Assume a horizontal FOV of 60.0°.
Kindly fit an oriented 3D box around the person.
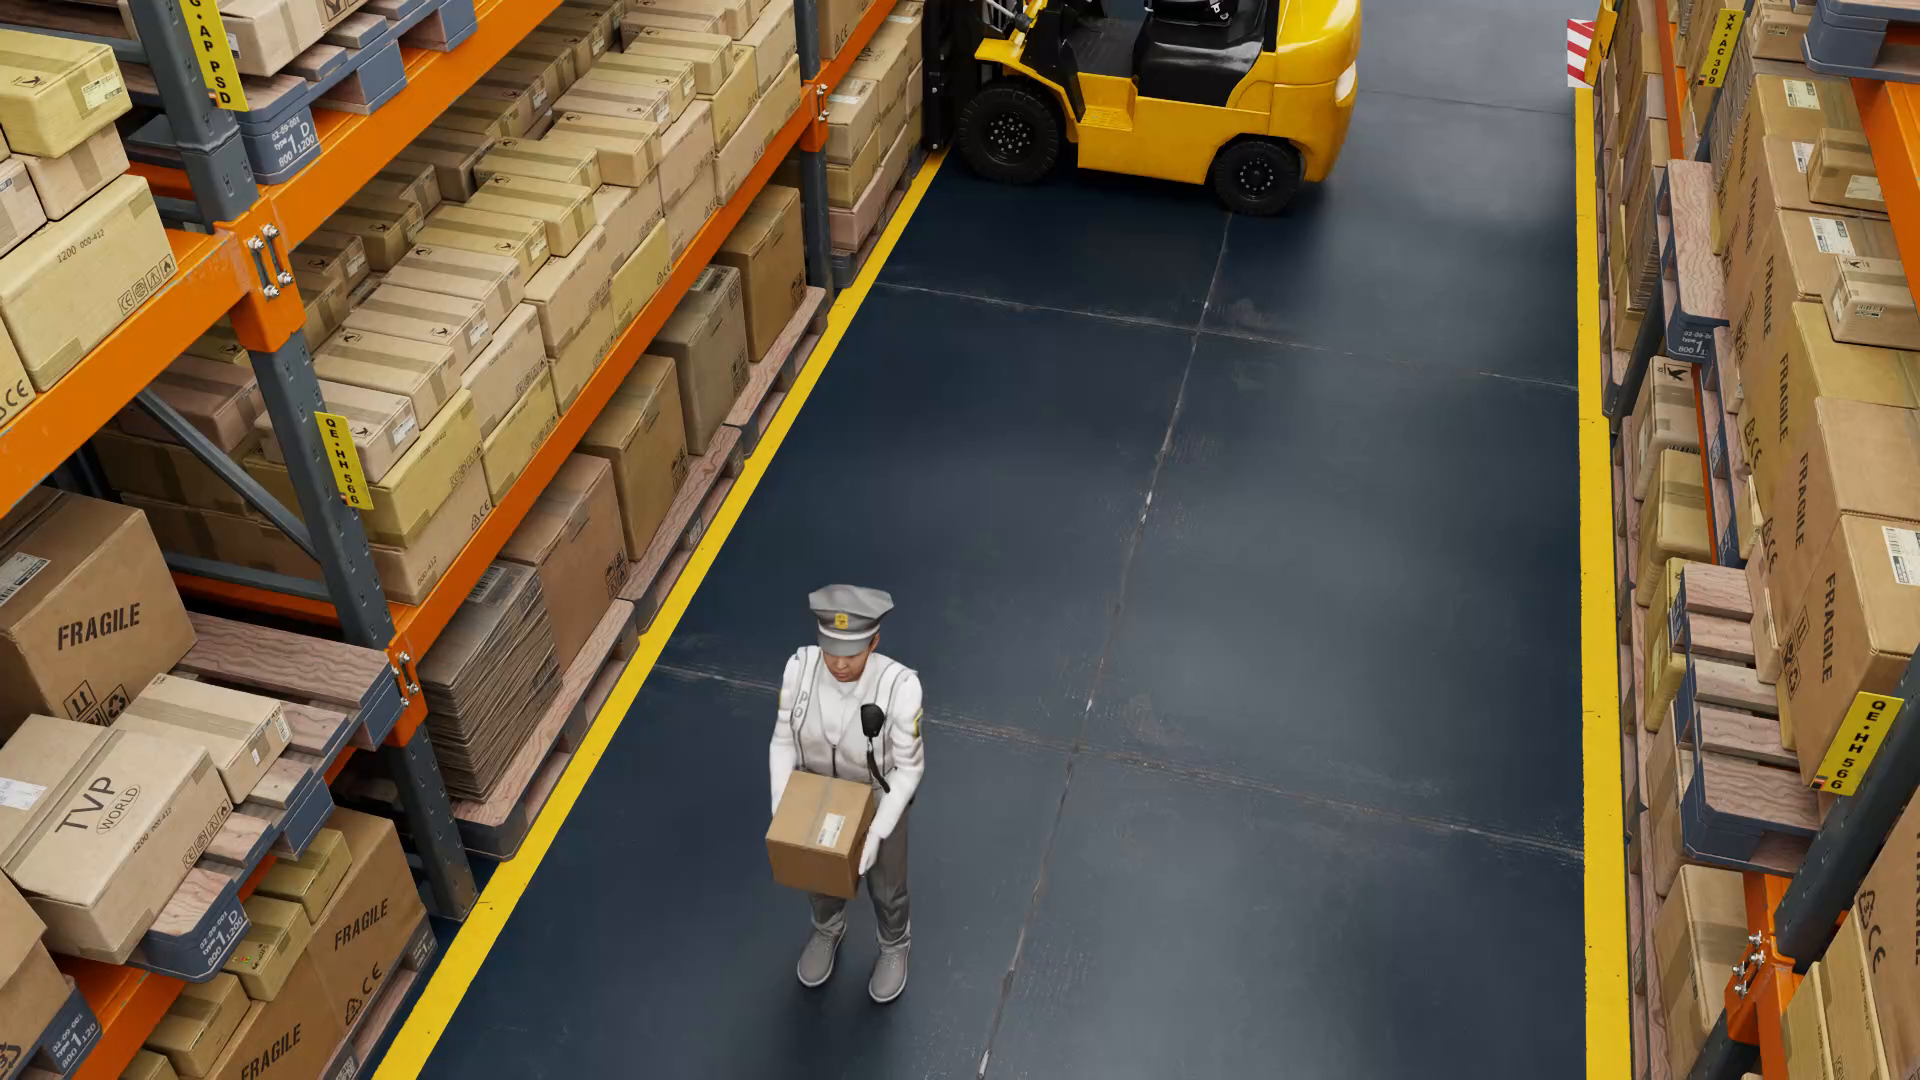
[{"bbox_3d":[-0.355,0.852,5.162,0.482,1.692,0.517,10,42,11],"label":"person"}]
